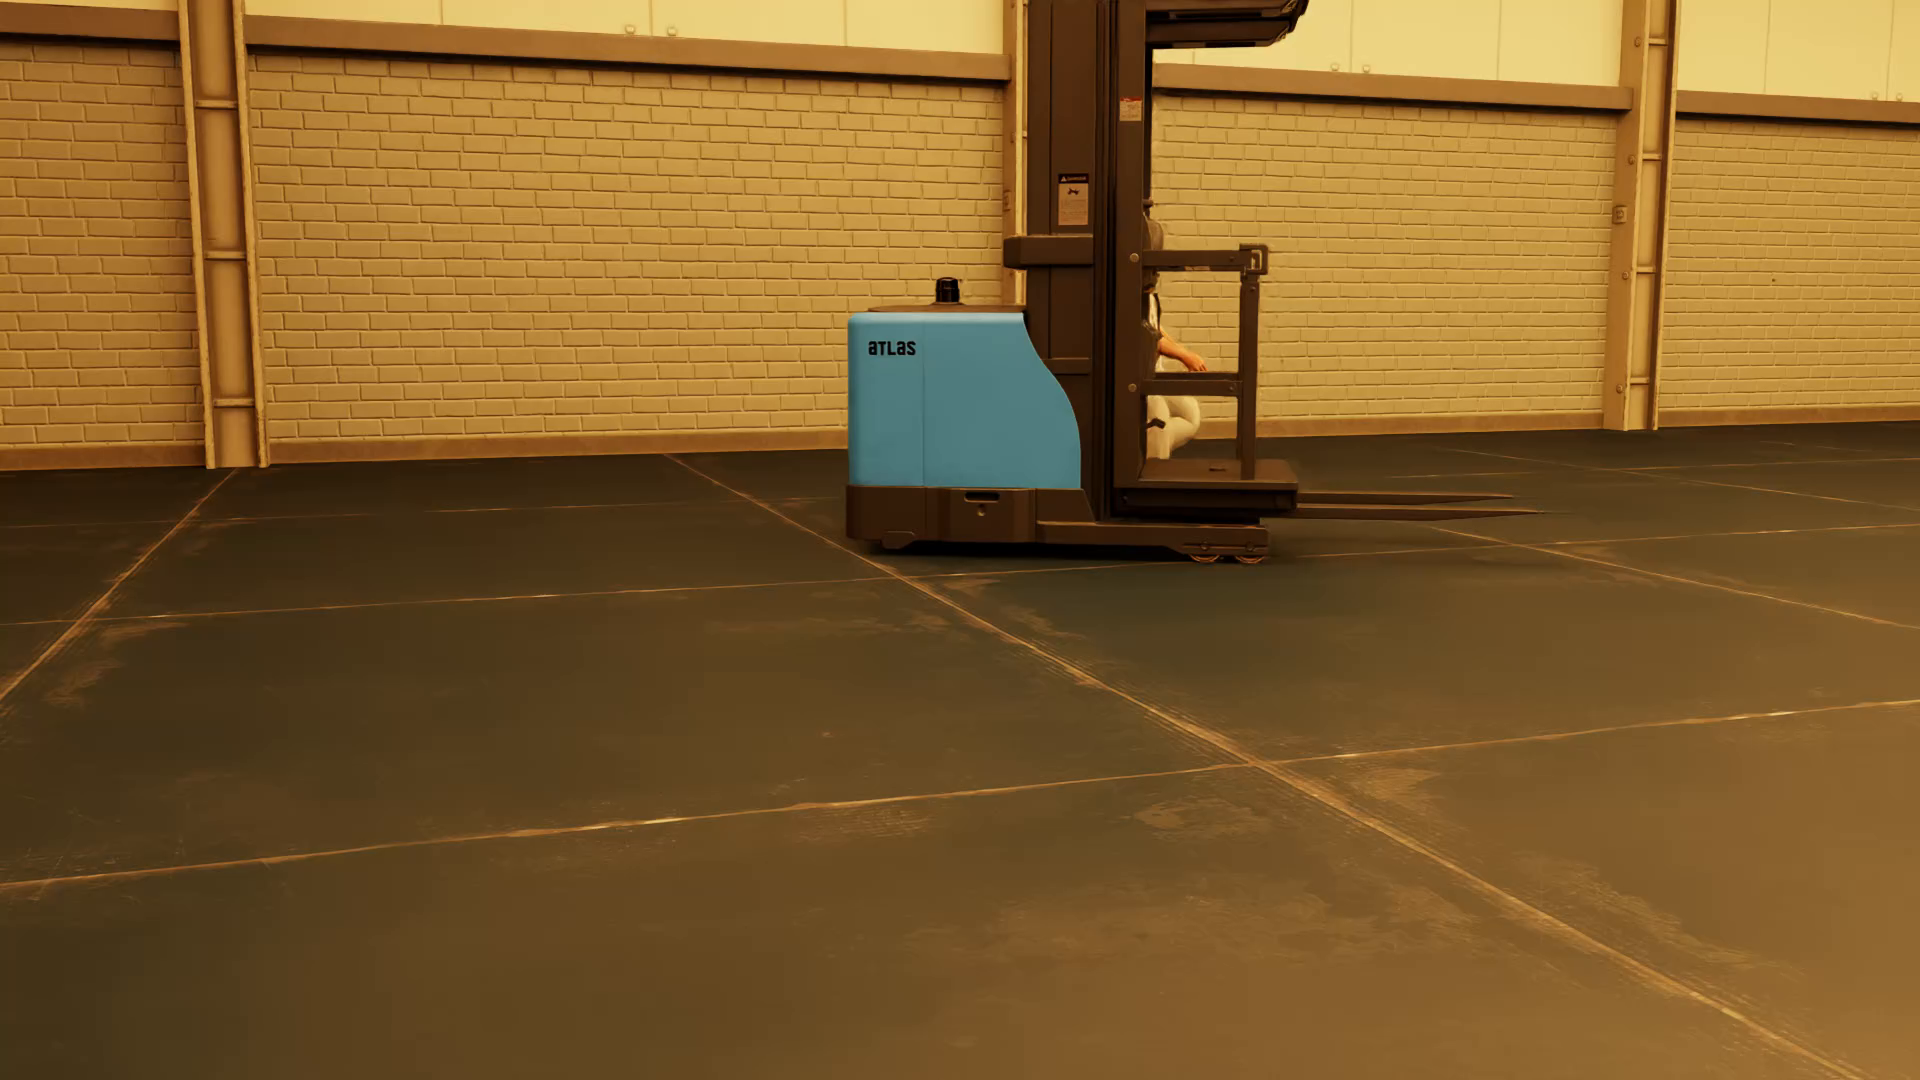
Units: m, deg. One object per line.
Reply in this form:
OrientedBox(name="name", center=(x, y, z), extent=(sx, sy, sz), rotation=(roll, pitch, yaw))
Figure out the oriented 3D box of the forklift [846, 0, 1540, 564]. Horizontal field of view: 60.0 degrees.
OrientedBox(name="forklift", center=(1.047, -1.426, 7.531), extent=(3.031, 2.935, 1.130), rotation=(1, 8, 8))
